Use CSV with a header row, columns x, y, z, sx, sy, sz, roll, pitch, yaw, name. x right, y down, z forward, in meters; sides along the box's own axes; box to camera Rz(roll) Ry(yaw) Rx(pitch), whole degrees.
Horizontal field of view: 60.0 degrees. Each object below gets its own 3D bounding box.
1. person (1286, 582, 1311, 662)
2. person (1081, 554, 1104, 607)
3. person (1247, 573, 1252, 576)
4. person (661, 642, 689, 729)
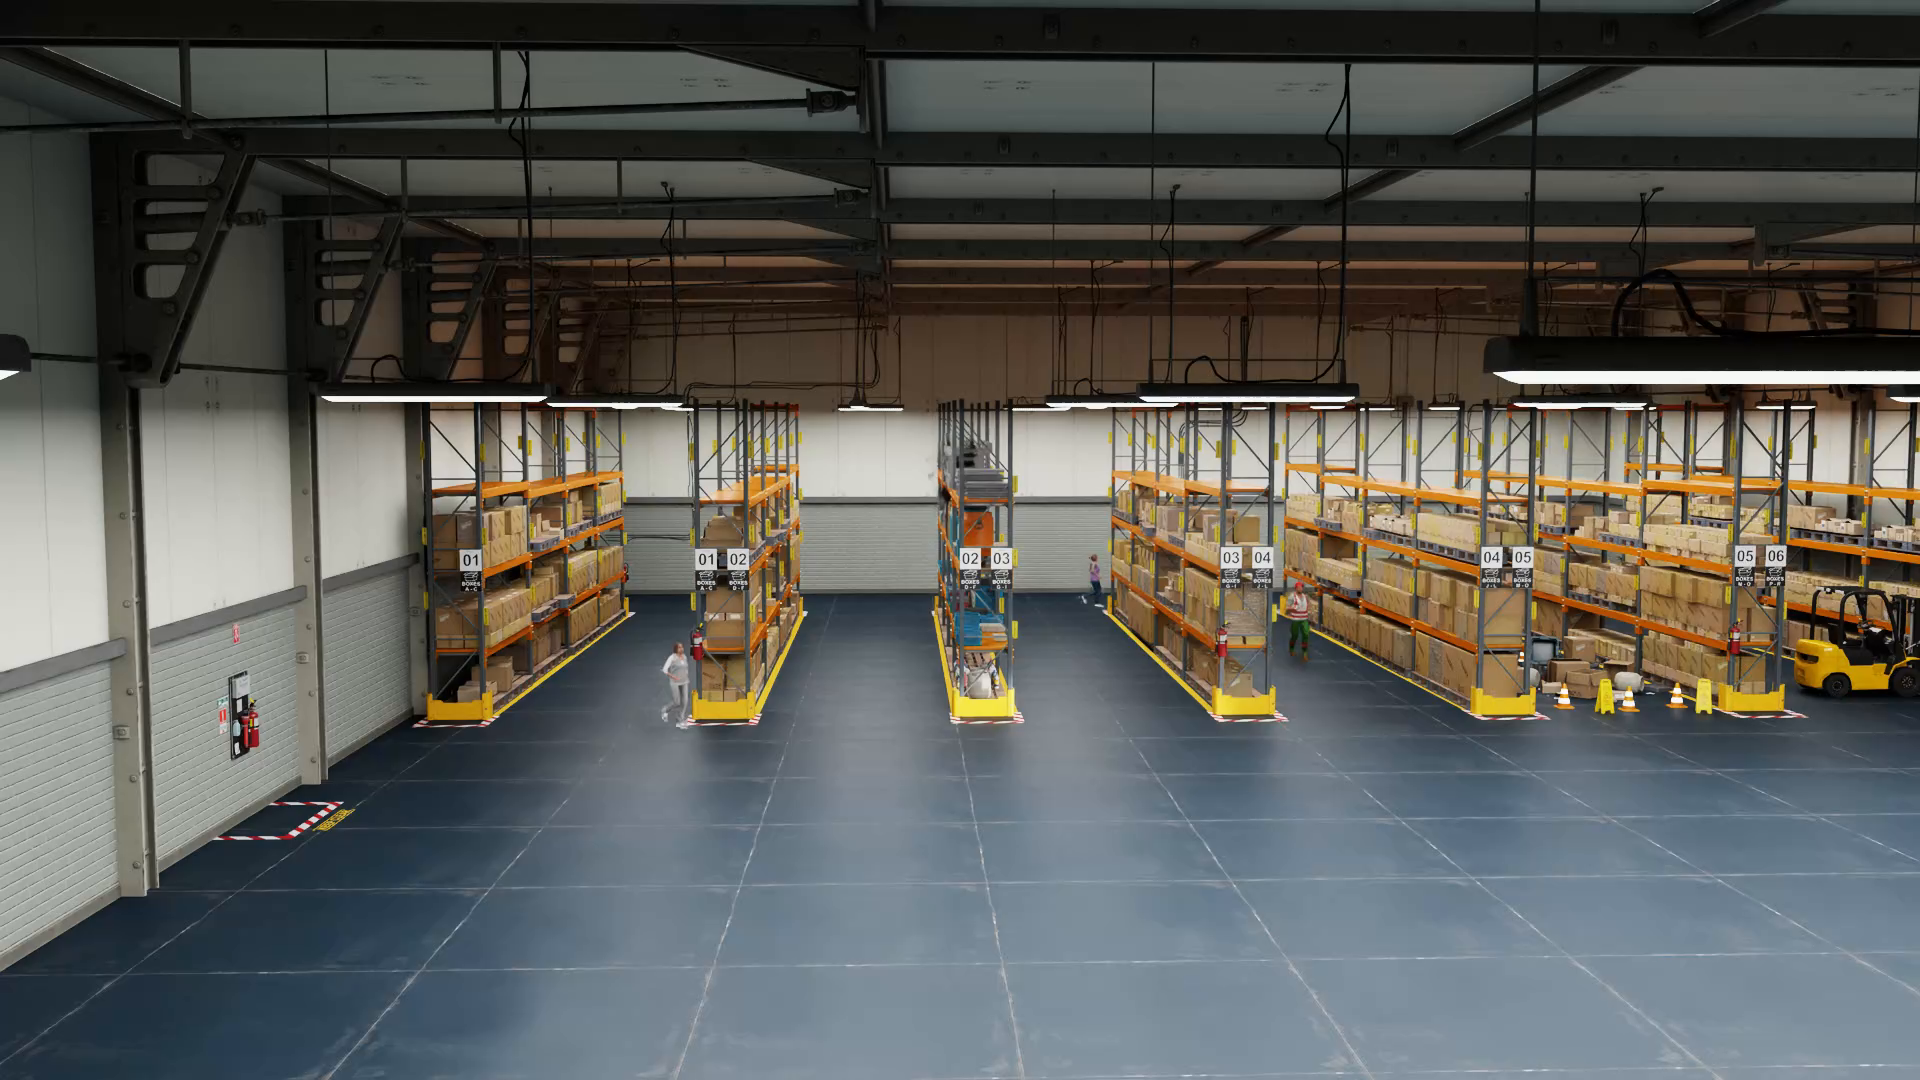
x,y,z,sx,sy,sz,roll,pitch,yaw,name
7.864,1.876,38.590,0.636,1.821,0.843,-1,4,-9,person
3.938,1.207,49.311,0.685,1.578,0.549,0,4,6,person
8.144,1.412,45.849,0.643,1.654,0.716,0,4,5,person
-5.186,2.649,30.389,0.614,1.590,0.550,4,6,45,person
